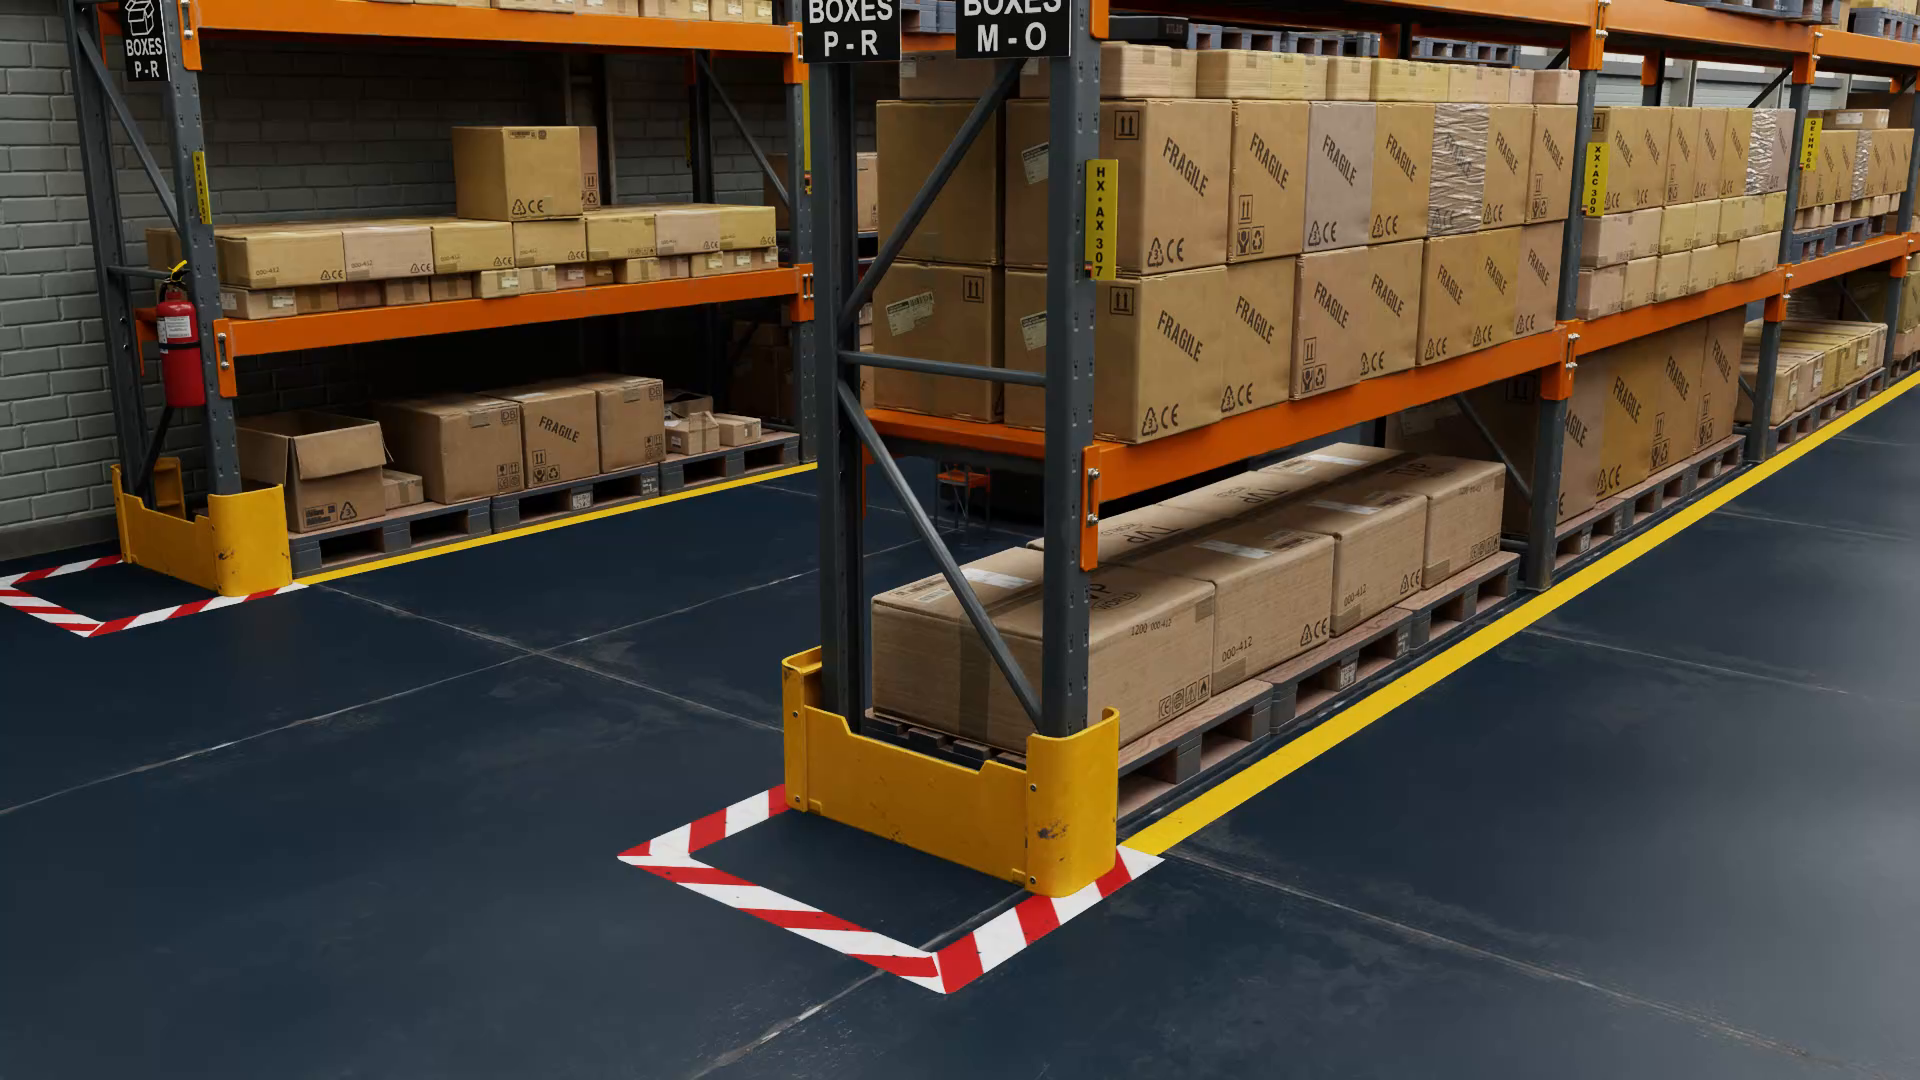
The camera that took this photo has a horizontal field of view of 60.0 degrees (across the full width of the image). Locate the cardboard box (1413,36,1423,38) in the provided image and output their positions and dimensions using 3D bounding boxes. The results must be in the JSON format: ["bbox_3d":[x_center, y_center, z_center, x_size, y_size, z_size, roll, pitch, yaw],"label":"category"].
[{"bbox_3d":[4.642,-5.348,17.443,0.380,0.149,0.250,12,19,39],"label":"cardboard box"}]

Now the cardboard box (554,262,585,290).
[{"bbox_3d":[-2.375,-1.531,9.567,0.380,0.149,0.250,11,18,37],"label":"cardboard box"}]

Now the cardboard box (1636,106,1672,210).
[{"bbox_3d":[3.274,-1.953,8.483,0.500,0.500,0.500,11,18,37],"label":"cardboard box"}]

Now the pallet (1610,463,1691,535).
[{"bbox_3d":[3.668,-0.321,9.956,1.003,0.211,1.213,11,18,38],"label":"pallet"}]

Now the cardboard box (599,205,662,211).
[{"bbox_3d":[-2.219,-1.967,10.473,0.500,0.250,0.500,11,18,37],"label":"cardboard box"}]

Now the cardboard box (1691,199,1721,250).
[{"bbox_3d":[3.931,-1.782,9.335,0.500,0.250,0.500,11,18,36],"label":"cardboard box"}]

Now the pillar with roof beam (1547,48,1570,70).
[{"bbox_3d":[12.135,-7.740,21.315,9.100,9.000,0.400,11,18,38],"label":"pillar with roof beam"}]

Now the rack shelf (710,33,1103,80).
[{"bbox_3d":[-0.131,-3.534,12.309,1.077,0.370,4.000,11,18,38],"label":"rack shelf"}]

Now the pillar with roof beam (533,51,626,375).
[{"bbox_3d":[0.822,-4.293,7.745,9.100,9.000,0.400,11,18,38],"label":"pillar with roof beam"}]

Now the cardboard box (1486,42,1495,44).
[{"bbox_3d":[5.870,-5.722,18.916,0.380,0.149,0.250,11,18,36],"label":"cardboard box"}]

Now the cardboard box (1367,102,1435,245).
[{"bbox_3d":[1.434,-1.388,6.262,0.500,0.500,0.500,11,18,38],"label":"cardboard box"}]

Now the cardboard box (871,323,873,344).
[{"bbox_3d":[-0.689,-1.495,11.823,0.380,0.149,0.250,10,17,35],"label":"cardboard box"}]

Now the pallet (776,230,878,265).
[{"bbox_3d":[-0.801,-2.088,11.642,1.003,0.211,1.213,11,18,38],"label":"pallet"}]

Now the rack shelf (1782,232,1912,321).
[{"bbox_3d":[6.246,-2.078,12.673,1.077,0.370,4.000,11,18,38],"label":"rack shelf"}]

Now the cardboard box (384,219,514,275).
[{"bbox_3d":[-2.774,-1.590,8.991,0.500,0.250,0.500,11,18,36],"label":"cardboard box"}]

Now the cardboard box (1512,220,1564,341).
[{"bbox_3d":[2.383,-1.198,7.544,0.500,0.500,0.500,11,18,38],"label":"cardboard box"}]

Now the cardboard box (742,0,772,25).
[{"bbox_3d":[-1.384,-3.263,10.293,0.380,0.149,0.250,11,18,37],"label":"cardboard box"}]

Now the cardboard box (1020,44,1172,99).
[{"bbox_3d":[0.400,-1.385,4.930,0.380,0.149,0.250,12,18,39],"label":"cardboard box"}]

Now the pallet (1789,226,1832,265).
[{"bbox_3d":[5.354,-2.104,11.703,1.213,0.211,1.003,11,18,38],"label":"pallet"}]

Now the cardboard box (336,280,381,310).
[{"bbox_3d":[-3.220,-1.290,8.618,0.380,0.149,0.250,11,18,37],"label":"cardboard box"}]

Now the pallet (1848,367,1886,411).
[{"bbox_3d":[7.015,-1.309,13.848,1.003,0.211,1.213,11,18,38],"label":"pallet"}]

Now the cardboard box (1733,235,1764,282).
[{"bbox_3d":[4.565,-1.734,10.161,0.500,0.250,0.500,12,18,39],"label":"cardboard box"}]

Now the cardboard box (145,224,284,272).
[{"bbox_3d":[-3.819,-1.480,8.557,0.500,0.250,0.500,12,19,39],"label":"cardboard box"}]

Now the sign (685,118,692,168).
[{"bbox_3d":[-1.822,-2.692,11.275,0.100,0.325,0.005,11,18,38],"label":"sign"}]

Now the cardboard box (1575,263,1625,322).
[{"bbox_3d":[2.957,-1.249,8.251,0.500,0.250,0.500,11,18,36],"label":"cardboard box"}]

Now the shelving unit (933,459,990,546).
[{"bbox_3d":[0.009,-0.584,8.986,0.258,1.200,0.189,11,18,38],"label":"shelving unit"}]

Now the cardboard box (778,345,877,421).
[{"bbox_3d":[-0.909,-1.095,11.566,0.500,0.500,0.500,12,19,40],"label":"cardboard box"}]

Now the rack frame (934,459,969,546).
[{"bbox_3d":[-0.048,-0.567,8.917,0.240,1.200,0.006,11,18,38],"label":"rack frame"}]

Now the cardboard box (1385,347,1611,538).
[{"bbox_3d":[2.803,-0.583,8.787,0.875,0.875,0.875,12,19,39],"label":"cardboard box"}]

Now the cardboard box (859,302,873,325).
[{"bbox_3d":[-0.829,-1.581,11.555,0.380,0.149,0.250,10,17,35],"label":"cardboard box"}]

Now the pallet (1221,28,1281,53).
[{"bbox_3d":[2.184,-4.532,15.162,1.003,0.211,1.213,12,19,40],"label":"pallet"}]

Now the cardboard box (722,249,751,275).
[{"bbox_3d":[-1.539,-1.770,10.509,0.380,0.149,0.250,12,18,39],"label":"cardboard box"}]

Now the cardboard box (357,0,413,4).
[{"bbox_3d":[-2.965,-2.769,8.349,0.380,0.149,0.250,12,18,39],"label":"cardboard box"}]

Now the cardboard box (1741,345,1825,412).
[{"bbox_3d":[5.810,-1.223,12.330,0.950,0.372,0.625,11,18,36],"label":"cardboard box"}]

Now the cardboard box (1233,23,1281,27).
[{"bbox_3d":[2.701,-4.756,15.115,0.380,0.149,0.250,11,18,37],"label":"cardboard box"}]

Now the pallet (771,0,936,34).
[{"bbox_3d":[-0.923,-3.522,11.185,1.213,0.211,1.003,11,18,38],"label":"pallet"}]

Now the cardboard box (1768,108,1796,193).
[{"bbox_3d":[4.868,-2.438,10.392,0.500,0.500,0.500,11,18,36],"label":"cardboard box"}]

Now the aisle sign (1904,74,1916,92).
[{"bbox_3d":[9.815,-4.896,17.023,0.394,0.787,0.004,11,18,38],"label":"aisle sign"}]

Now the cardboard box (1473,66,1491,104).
[{"bbox_3d":[1.970,-1.886,6.904,0.380,0.149,0.250,11,18,37],"label":"cardboard box"}]

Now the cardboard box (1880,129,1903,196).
[{"bbox_3d":[7.081,-2.987,13.129,0.500,0.500,0.500,11,18,38],"label":"cardboard box"}]

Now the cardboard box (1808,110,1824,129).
[{"bbox_3d":[6.933,-3.485,13.773,0.380,0.149,0.250,11,18,37],"label":"cardboard box"}]

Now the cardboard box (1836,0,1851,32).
[{"bbox_3d":[5.926,-3.844,11.862,0.797,0.503,0.637,11,18,38],"label":"cardboard box"}]

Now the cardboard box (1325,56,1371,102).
[{"bbox_3d":[1.227,-1.631,5.899,0.380,0.149,0.250,11,18,38],"label":"cardboard box"}]

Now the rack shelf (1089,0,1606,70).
[{"bbox_3d":[1.218,-2.000,6.273,1.077,0.370,4.000,11,18,38],"label":"rack shelf"}]

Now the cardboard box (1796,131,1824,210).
[{"bbox_3d":[5.452,-2.491,11.174,0.500,0.500,0.500,11,18,36],"label":"cardboard box"}]

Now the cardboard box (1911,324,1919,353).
[{"bbox_3d":[8.411,-1.856,15.069,0.500,0.250,0.500,13,19,41],"label":"cardboard box"}]

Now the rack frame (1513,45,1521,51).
[{"bbox_3d":[6.154,-7.251,19.390,1.000,3.000,0.127,11,18,38],"label":"rack frame"}]

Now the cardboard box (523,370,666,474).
[{"bbox_3d":[-2.224,-0.730,10.129,0.700,0.500,0.500,10,18,35],"label":"cardboard box"}]

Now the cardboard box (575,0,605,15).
[{"bbox_3d":[-2.218,-3.024,9.353,0.380,0.149,0.250,11,18,38],"label":"cardboard box"}]

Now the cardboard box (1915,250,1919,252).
[{"bbox_3d":[8.531,-2.543,14.933,0.380,0.149,0.250,12,19,40],"label":"cardboard box"}]

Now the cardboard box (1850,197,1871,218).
[{"bbox_3d":[6.742,-2.557,12.755,0.380,0.149,0.250,11,18,37],"label":"cardboard box"}]

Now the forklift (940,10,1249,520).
[{"bbox_3d":[1.184,-1.816,10.318,1.130,2.935,3.031,11,18,37],"label":"forklift"}]

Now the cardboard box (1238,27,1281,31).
[{"bbox_3d":[2.890,-4.963,15.928,0.380,0.149,0.250,11,18,38],"label":"cardboard box"}]

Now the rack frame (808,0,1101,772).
[{"bbox_3d":[-0.039,-0.512,5.046,1.000,3.000,0.127,11,18,38],"label":"rack frame"}]

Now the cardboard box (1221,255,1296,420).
[{"bbox_3d":[0.783,-0.709,5.619,0.500,0.500,0.500,11,18,37],"label":"cardboard box"}]
